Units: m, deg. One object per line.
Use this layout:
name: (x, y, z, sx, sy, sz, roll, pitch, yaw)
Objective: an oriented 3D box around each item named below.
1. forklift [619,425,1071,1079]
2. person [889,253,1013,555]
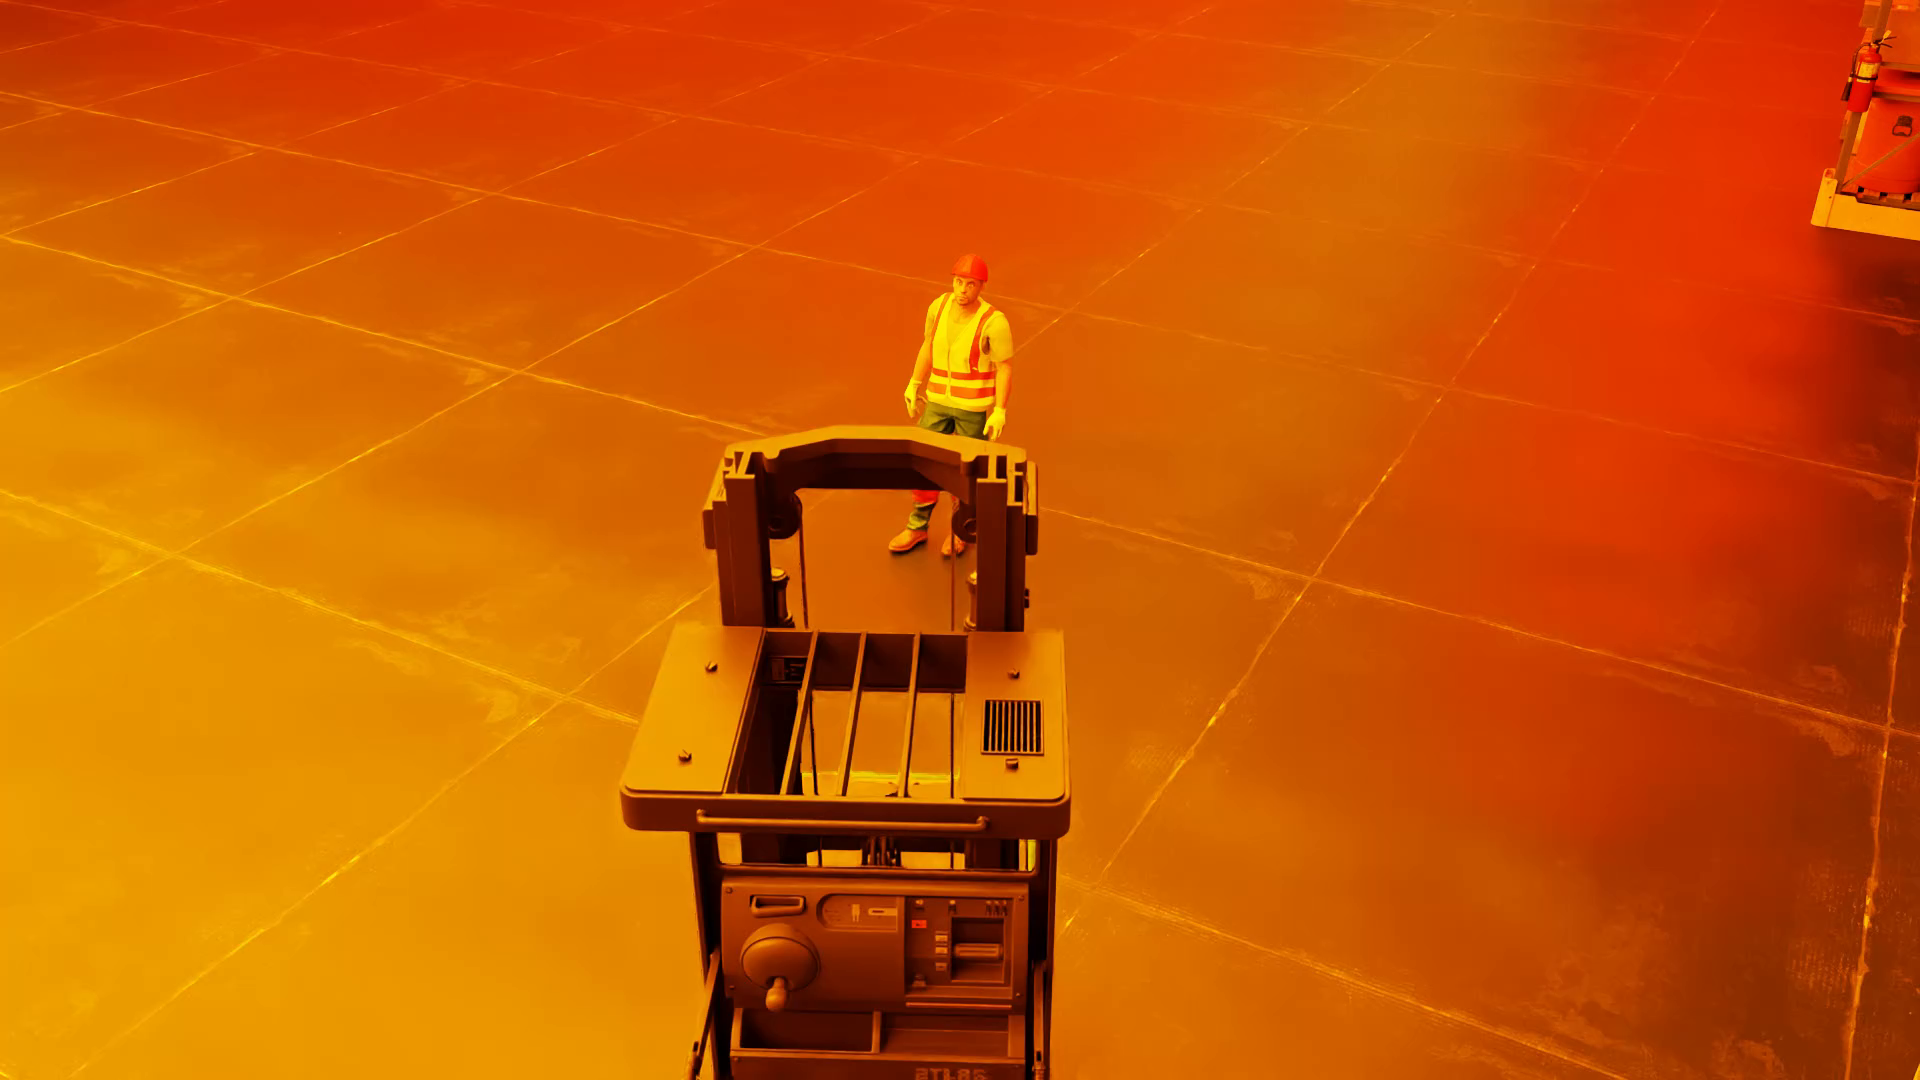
forklift: (-0.263, 1.277, 4.858, 1.130, 2.935, 3.031, 1, 30, 2)
person: (-0.050, -0.749, 9.496, 0.637, 1.790, 0.562, 15, 33, 25)
